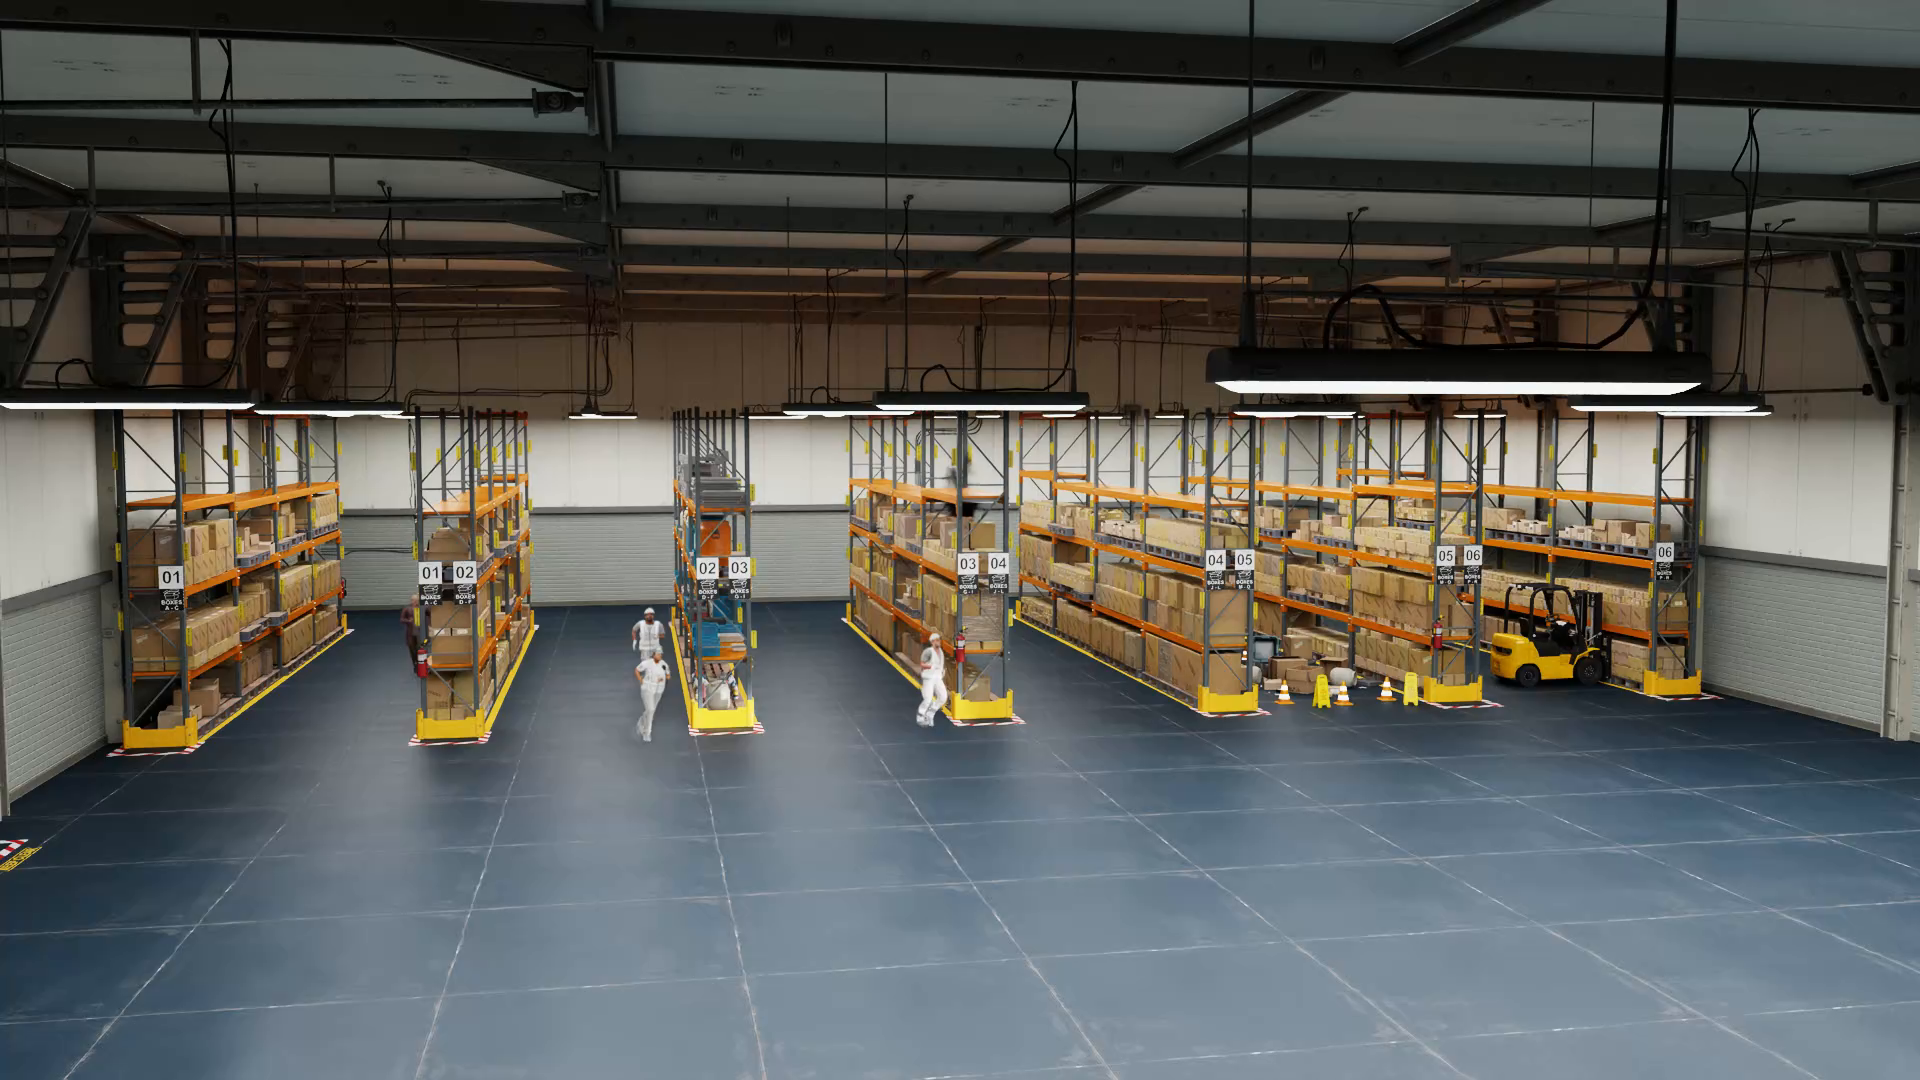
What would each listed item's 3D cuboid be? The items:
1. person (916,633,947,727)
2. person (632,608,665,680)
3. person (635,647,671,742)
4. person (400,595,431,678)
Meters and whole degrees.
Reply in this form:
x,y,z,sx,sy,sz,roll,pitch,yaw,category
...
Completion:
x,y,z,sx,sy,sz,roll,pitch,yaw,category
-0.459,2.632,31.169,0.659,1.769,0.660,-4,5,-42,person
-6.534,2.346,34.977,0.662,1.841,0.776,-1,4,-20,person
-5.598,2.777,30.222,0.665,1.687,0.786,-3,5,-39,person
-12.292,2.160,37.585,0.677,1.846,0.865,-1,4,-10,person
